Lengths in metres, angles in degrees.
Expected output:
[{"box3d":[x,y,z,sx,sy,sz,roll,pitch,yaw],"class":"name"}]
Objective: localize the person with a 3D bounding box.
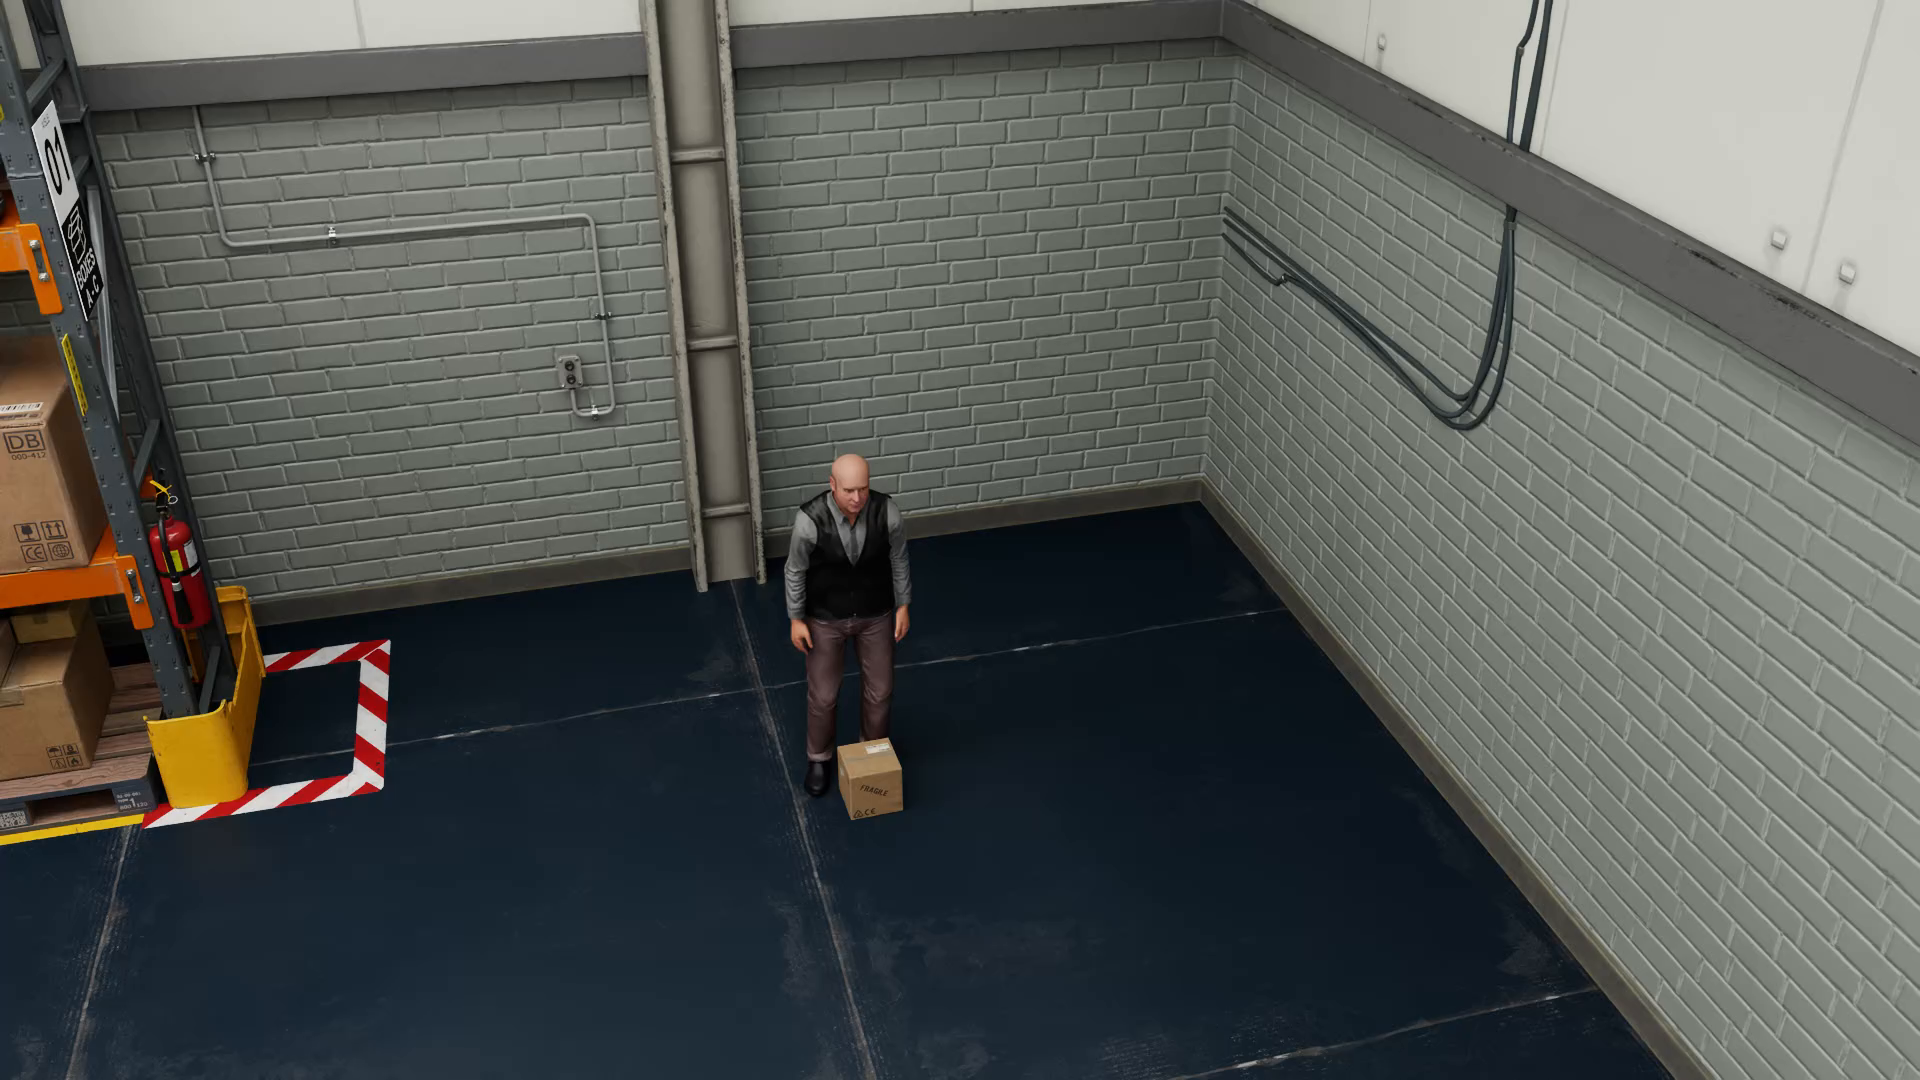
[{"box3d":[-0.504,0.359,7.644,0.580,1.720,0.465,-8,31,-13],"class":"person"}]
